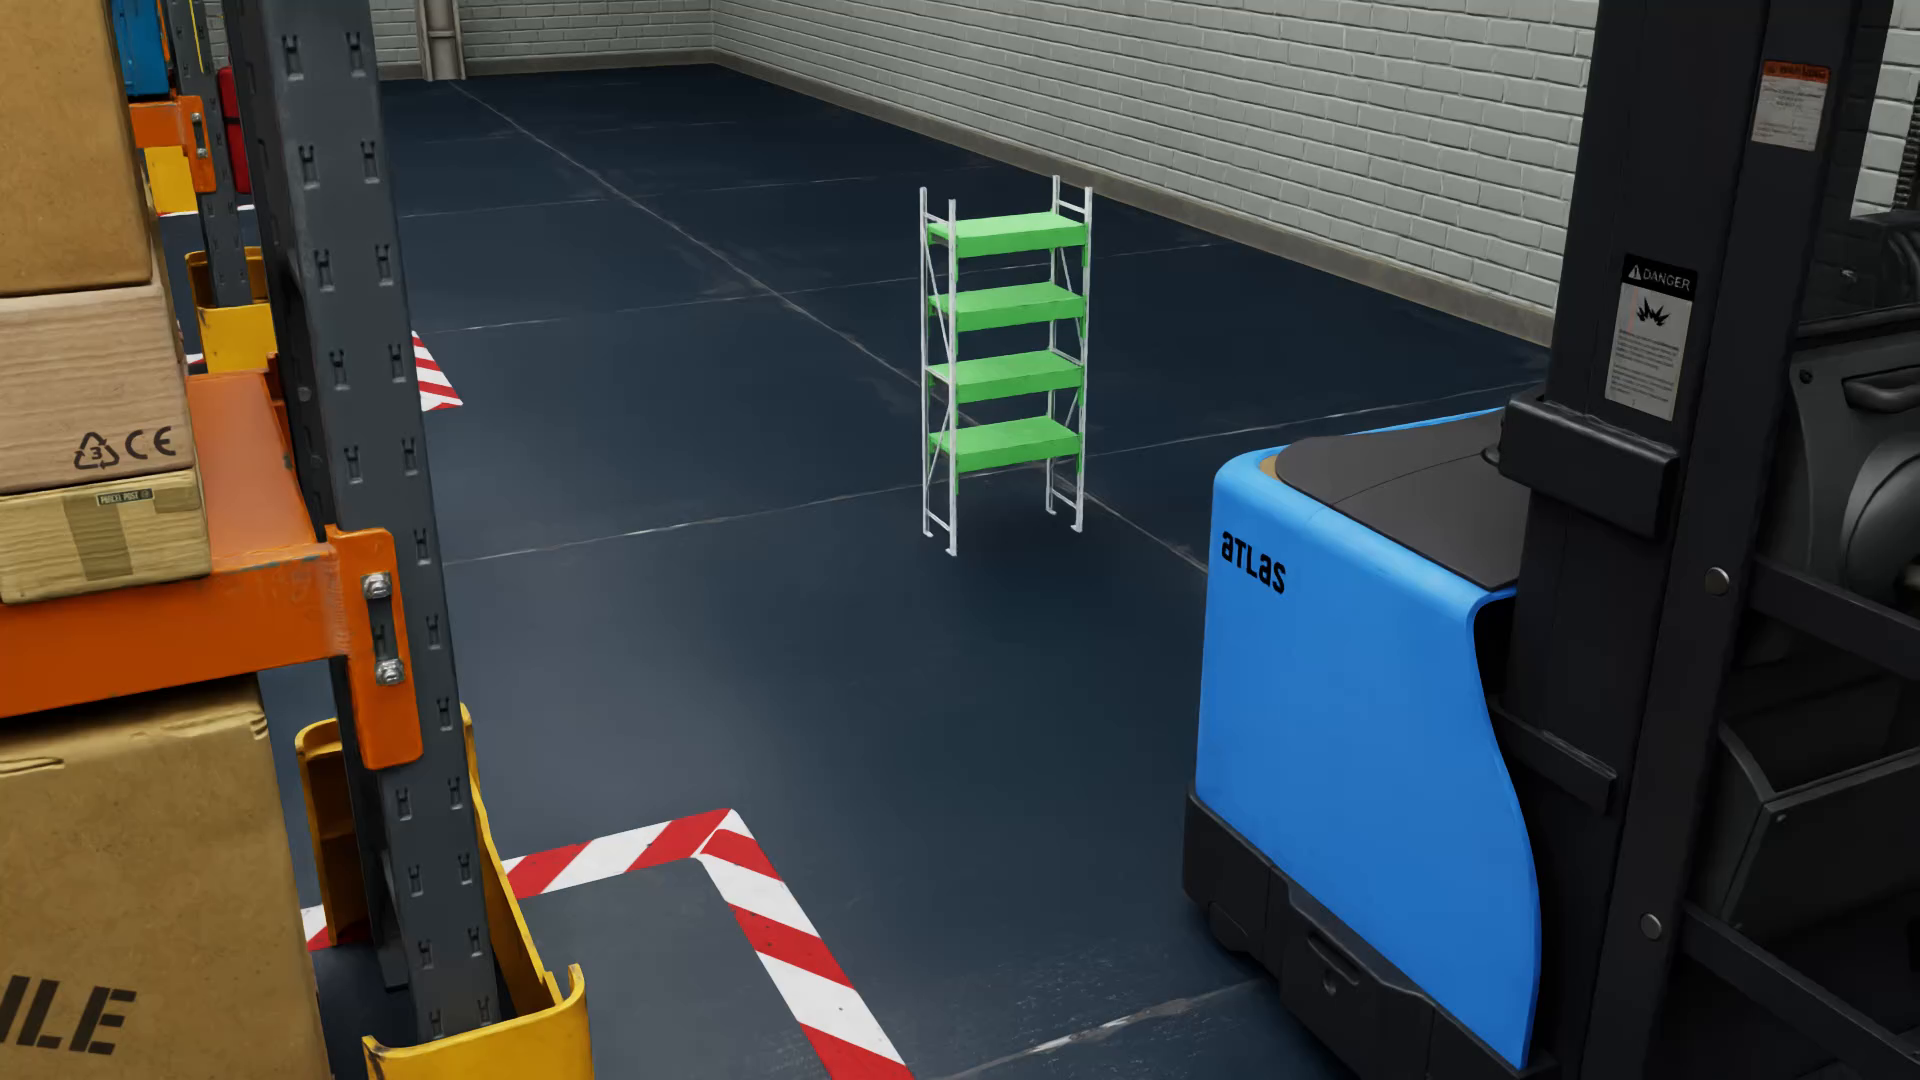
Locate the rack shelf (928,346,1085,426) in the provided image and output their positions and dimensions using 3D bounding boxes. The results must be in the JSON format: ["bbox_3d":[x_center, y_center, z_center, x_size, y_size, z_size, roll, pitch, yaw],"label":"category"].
[{"bbox_3d":[0.149,-0.523,5.611,0.480,0.148,0.258,-10,25,-24],"label":"rack shelf"}]

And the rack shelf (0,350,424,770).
[{"bbox_3d":[-2.819,0.309,2.021,4.000,0.370,1.077,-10,25,-24],"label":"rack shelf"}]

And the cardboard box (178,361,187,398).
[{"bbox_3d":[-1.479,-0.293,2.865,0.250,0.149,0.380,-10,25,-23],"label":"cardboard box"}]

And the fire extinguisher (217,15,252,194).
[{"bbox_3d":[-2.832,-1.722,6.577,0.183,0.674,0.296,-10,25,-24],"label":"fire extinguisher"}]

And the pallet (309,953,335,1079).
[{"bbox_3d":[-1.703,1.093,2.833,1.213,0.211,1.003,-10,25,-24],"label":"pallet"}]

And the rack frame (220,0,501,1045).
[{"bbox_3d":[-1.016,-0.355,2.685,0.127,3.000,1.000,-10,25,-24],"label":"rack frame"}]

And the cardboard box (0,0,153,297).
[{"bbox_3d":[-1.341,-0.598,2.099,0.500,0.500,0.500,-10,25,-23],"label":"cardboard box"}]

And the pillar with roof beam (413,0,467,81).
[{"bbox_3d":[-3.536,-7.510,12.127,0.400,9.000,9.100,-10,25,-24],"label":"pillar with roof beam"}]

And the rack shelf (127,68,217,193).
[{"bbox_3d":[-4.967,-1.397,6.145,4.000,0.370,1.077,-10,25,-24],"label":"rack shelf"}]

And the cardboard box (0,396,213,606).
[{"bbox_3d":[-1.194,-0.066,2.316,0.250,0.149,0.380,-10,24,-23],"label":"cardboard box"}]

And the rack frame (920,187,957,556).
[{"bbox_3d":[-0.071,-0.541,5.489,0.015,1.200,0.240,-10,25,-24],"label":"rack frame"}]

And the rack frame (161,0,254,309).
[{"bbox_3d":[-3.165,-2.062,6.808,0.127,3.000,1.000,-10,25,-24],"label":"rack frame"}]

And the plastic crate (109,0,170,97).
[{"bbox_3d":[-3.385,-1.986,6.501,0.499,0.435,0.616,-10,25,-24],"label":"plastic crate"}]

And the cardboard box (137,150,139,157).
[{"bbox_3d":[-5.836,-2.704,11.513,0.250,0.149,0.380,-10,25,-24],"label":"cardboard box"}]

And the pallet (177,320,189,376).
[{"bbox_3d":[-3.924,-0.650,7.044,1.213,0.211,1.003,-10,25,-24],"label":"pallet"}]

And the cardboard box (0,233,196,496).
[{"bbox_3d":[-1.338,-0.251,2.242,0.500,0.250,0.500,-11,25,-24],"label":"cardboard box"}]

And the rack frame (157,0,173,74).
[{"bbox_3d":[-5.309,-3.769,10.934,0.127,3.000,1.000,-10,25,-24],"label":"rack frame"}]

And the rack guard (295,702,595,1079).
[{"bbox_3d":[-0.995,0.796,3.173,0.348,0.500,1.175,-10,25,-24],"label":"rack guard"}]

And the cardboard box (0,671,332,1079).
[{"bbox_3d":[-1.558,0.567,2.688,0.875,0.875,0.875,-10,25,-24],"label":"cardboard box"}]

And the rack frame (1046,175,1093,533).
[{"bbox_3d":[0.369,-0.622,5.685,0.015,1.200,0.240,-10,25,-24],"label":"rack frame"}]

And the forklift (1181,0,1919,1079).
[{"bbox_3d":[1.595,-0.107,2.176,1.130,2.935,3.031,-11,25,-24],"label":"forklift"}]

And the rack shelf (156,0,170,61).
[{"bbox_3d":[-7.112,-3.105,10.270,4.000,0.370,1.077,-10,25,-24],"label":"rack shelf"}]

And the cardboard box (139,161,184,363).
[{"bbox_3d":[-1.566,-0.436,2.689,0.500,0.250,0.500,-11,25,-25],"label":"cardboard box"}]

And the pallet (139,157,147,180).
[{"bbox_3d":[-6.096,-2.336,11.117,1.213,0.211,1.003,-10,25,-24],"label":"pallet"}]

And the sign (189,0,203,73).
[{"bbox_3d":[-2.911,-1.950,6.326,0.005,0.325,0.100,-10,25,-24],"label":"sign"}]

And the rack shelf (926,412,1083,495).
[{"bbox_3d":[0.149,-0.301,5.703,0.480,0.148,0.258,-10,25,-24],"label":"rack shelf"}]

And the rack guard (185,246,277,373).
[{"bbox_3d":[-3.149,-0.915,7.307,0.348,0.500,1.175,-10,25,-24],"label":"rack guard"}]

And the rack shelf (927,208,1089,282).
[{"bbox_3d":[0.149,-0.966,5.428,0.480,0.148,0.258,-10,25,-24],"label":"rack shelf"}]

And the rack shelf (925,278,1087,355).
[{"bbox_3d":[0.149,-0.745,5.519,0.480,0.148,0.258,-10,25,-24],"label":"rack shelf"}]

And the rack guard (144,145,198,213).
[{"bbox_3d":[-5.378,-2.602,11.382,0.348,0.500,1.175,-10,25,-24],"label":"rack guard"}]

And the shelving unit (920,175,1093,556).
[{"bbox_3d":[0.149,-0.582,5.587,0.503,1.200,0.258,-10,25,-24],"label":"shelving unit"}]
